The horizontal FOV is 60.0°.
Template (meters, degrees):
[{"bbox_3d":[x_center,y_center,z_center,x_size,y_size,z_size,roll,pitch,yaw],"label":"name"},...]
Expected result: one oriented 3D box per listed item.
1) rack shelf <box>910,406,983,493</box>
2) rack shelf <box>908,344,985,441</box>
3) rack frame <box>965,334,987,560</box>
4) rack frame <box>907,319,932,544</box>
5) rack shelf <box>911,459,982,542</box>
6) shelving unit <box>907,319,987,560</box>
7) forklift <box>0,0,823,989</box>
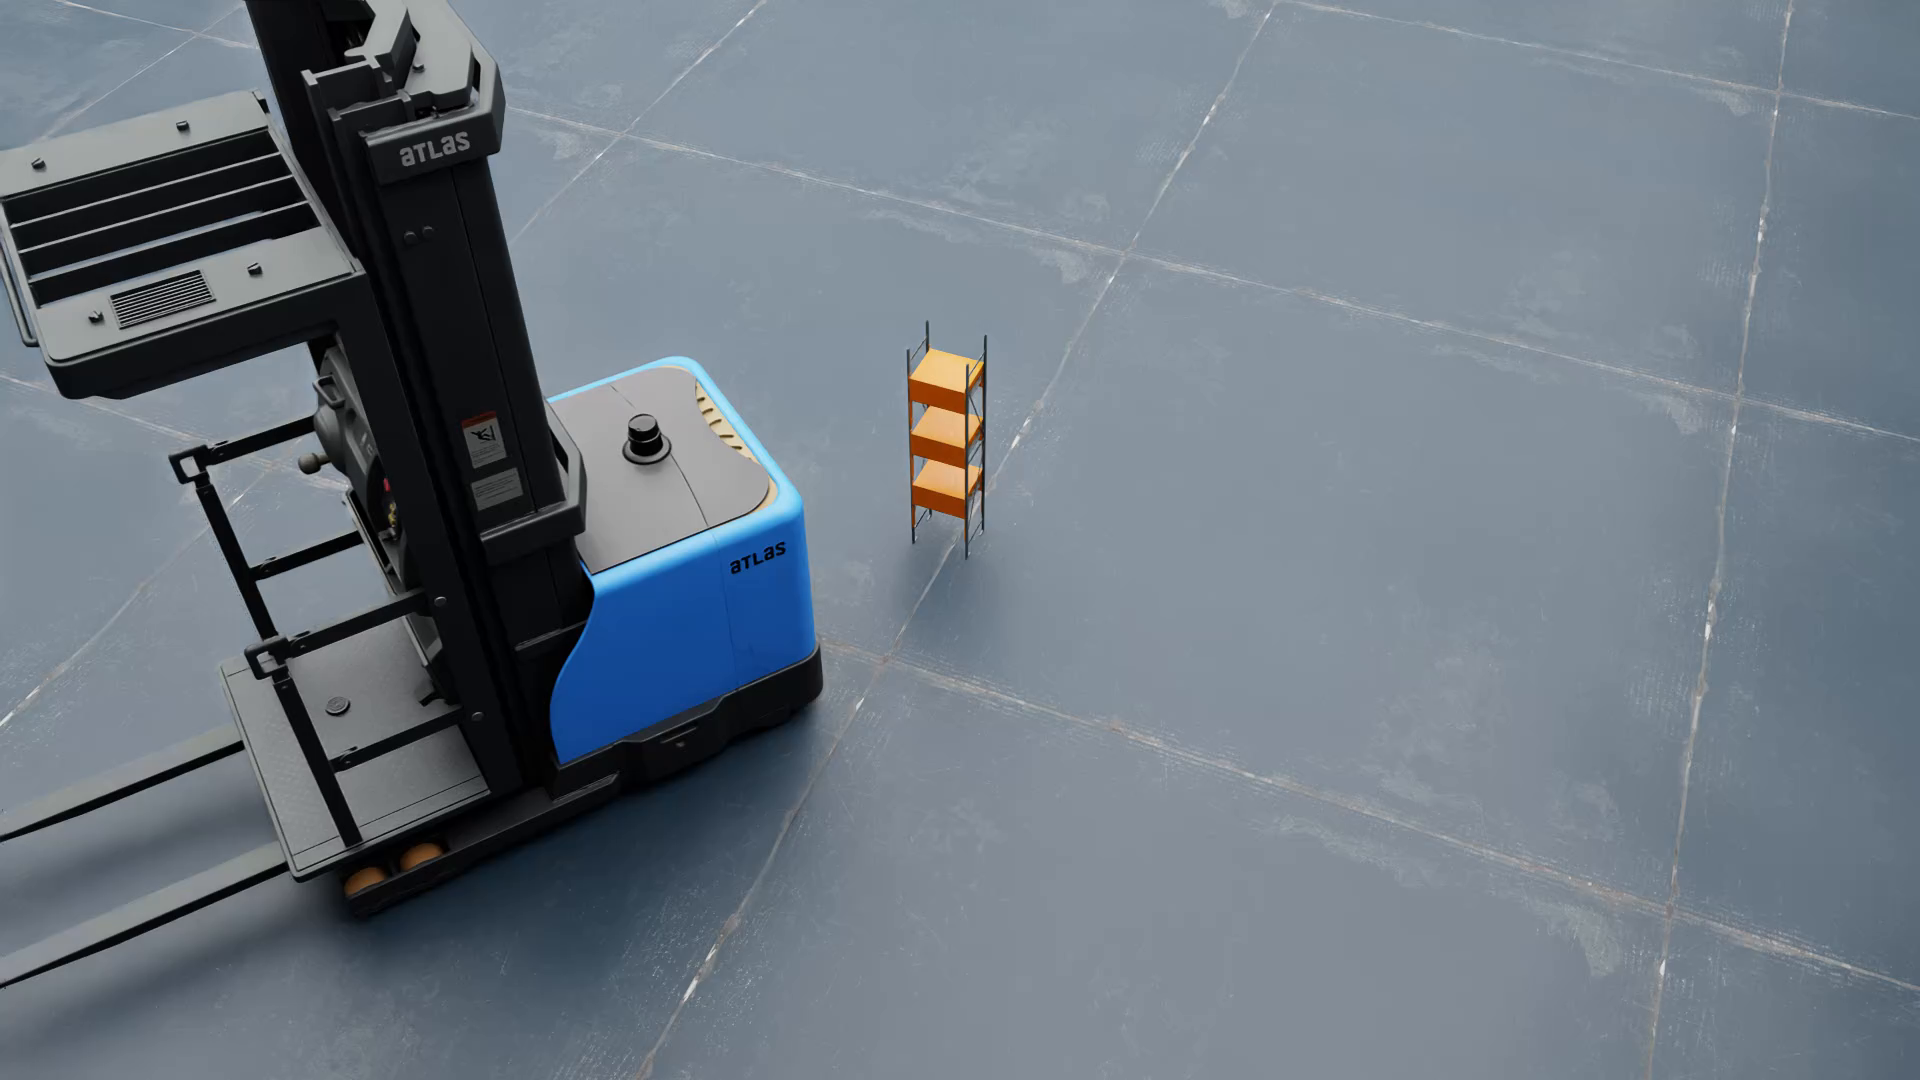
[{"bbox_3d":[-0.049,-0.379,6.741,0.240,0.259,0.215,16,47,16],"label":"rack shelf"},{"bbox_3d":[-0.049,-0.580,6.541,0.240,0.259,0.215,16,47,16],"label":"rack shelf"},{"bbox_3d":[0.063,-0.354,6.700,0.008,1.050,0.200,16,47,16],"label":"rack frame"},{"bbox_3d":[-0.162,-0.420,6.767,0.008,1.050,0.200,16,47,16],"label":"rack frame"},{"bbox_3d":[-0.049,-0.182,6.937,0.240,0.259,0.215,16,47,16],"label":"rack shelf"},{"bbox_3d":[-0.049,-0.387,6.733,0.252,1.050,0.215,16,47,16],"label":"shelving unit"},{"bbox_3d":[-2.058,-0.172,5.184,3.031,2.935,1.130,-23,49,-21],"label":"forklift"}]
